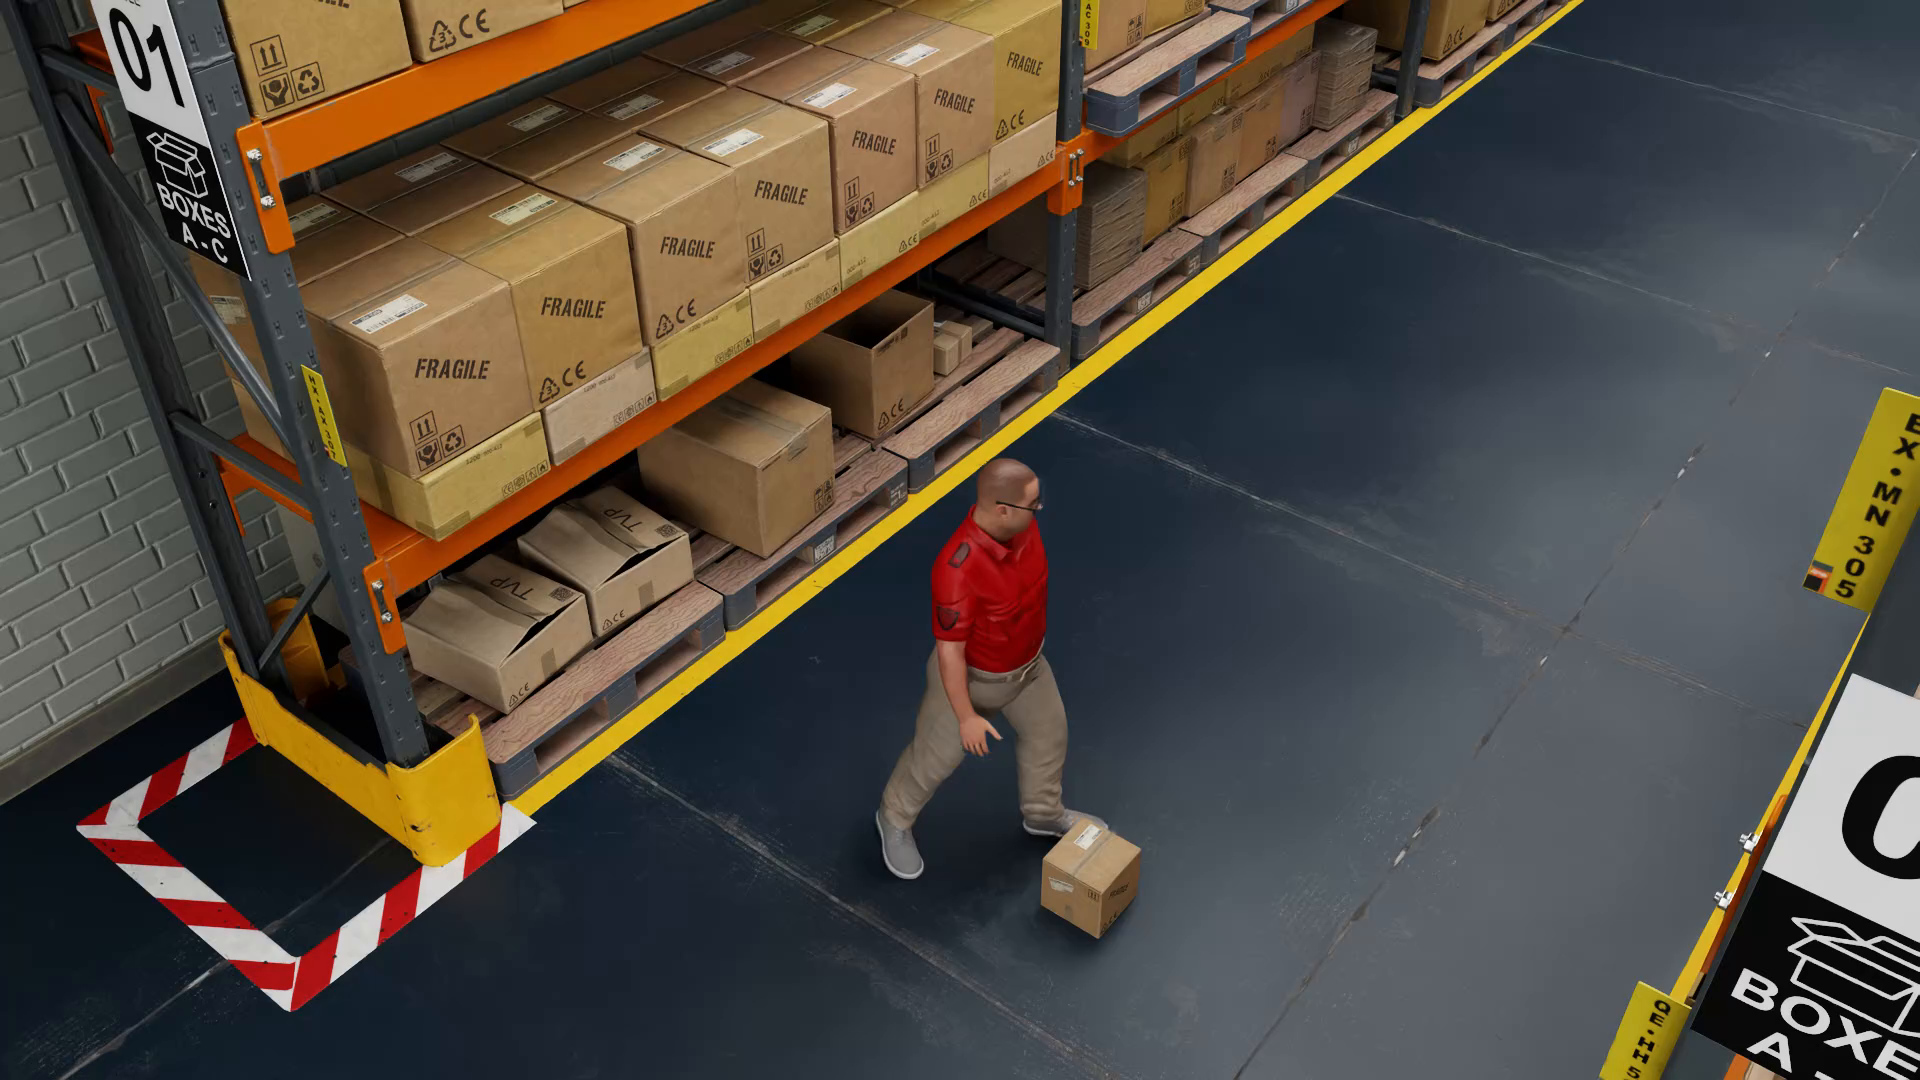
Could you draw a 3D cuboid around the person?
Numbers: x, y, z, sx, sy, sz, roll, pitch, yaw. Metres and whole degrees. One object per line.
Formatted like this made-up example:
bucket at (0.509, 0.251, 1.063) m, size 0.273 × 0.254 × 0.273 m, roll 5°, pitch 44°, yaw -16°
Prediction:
person at (0.086, 0.456, 5.610) m, size 0.753 × 1.706 × 0.642 m, roll 25°, pitch 45°, yaw 28°
